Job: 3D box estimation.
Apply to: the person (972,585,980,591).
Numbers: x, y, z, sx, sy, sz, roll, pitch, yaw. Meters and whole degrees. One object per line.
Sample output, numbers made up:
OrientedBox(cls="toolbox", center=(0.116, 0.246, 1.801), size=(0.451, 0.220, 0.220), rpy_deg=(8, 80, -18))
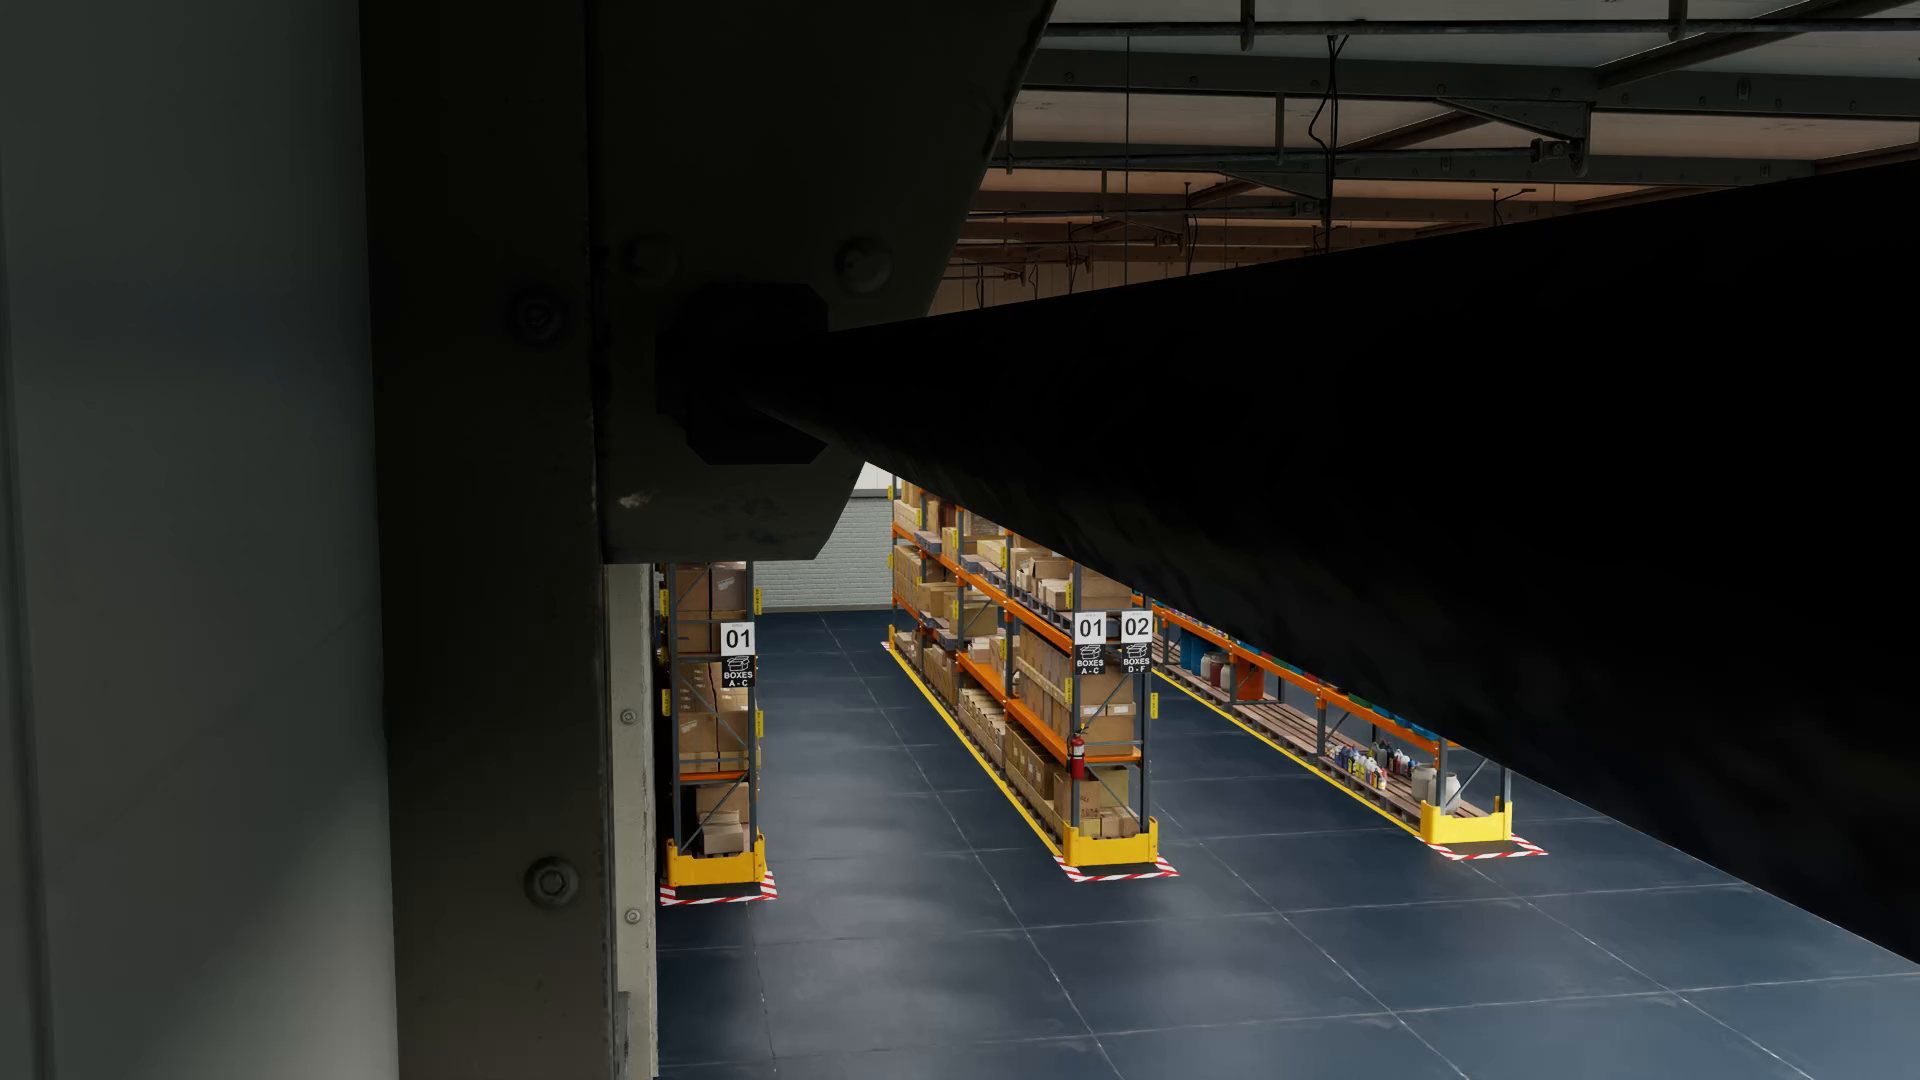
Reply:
OrientedBox(cls="person", center=(0.417, 1.473, 37.482), size=(0.551, 1.614, 0.908), rpy_deg=(-4, 7, -32))
